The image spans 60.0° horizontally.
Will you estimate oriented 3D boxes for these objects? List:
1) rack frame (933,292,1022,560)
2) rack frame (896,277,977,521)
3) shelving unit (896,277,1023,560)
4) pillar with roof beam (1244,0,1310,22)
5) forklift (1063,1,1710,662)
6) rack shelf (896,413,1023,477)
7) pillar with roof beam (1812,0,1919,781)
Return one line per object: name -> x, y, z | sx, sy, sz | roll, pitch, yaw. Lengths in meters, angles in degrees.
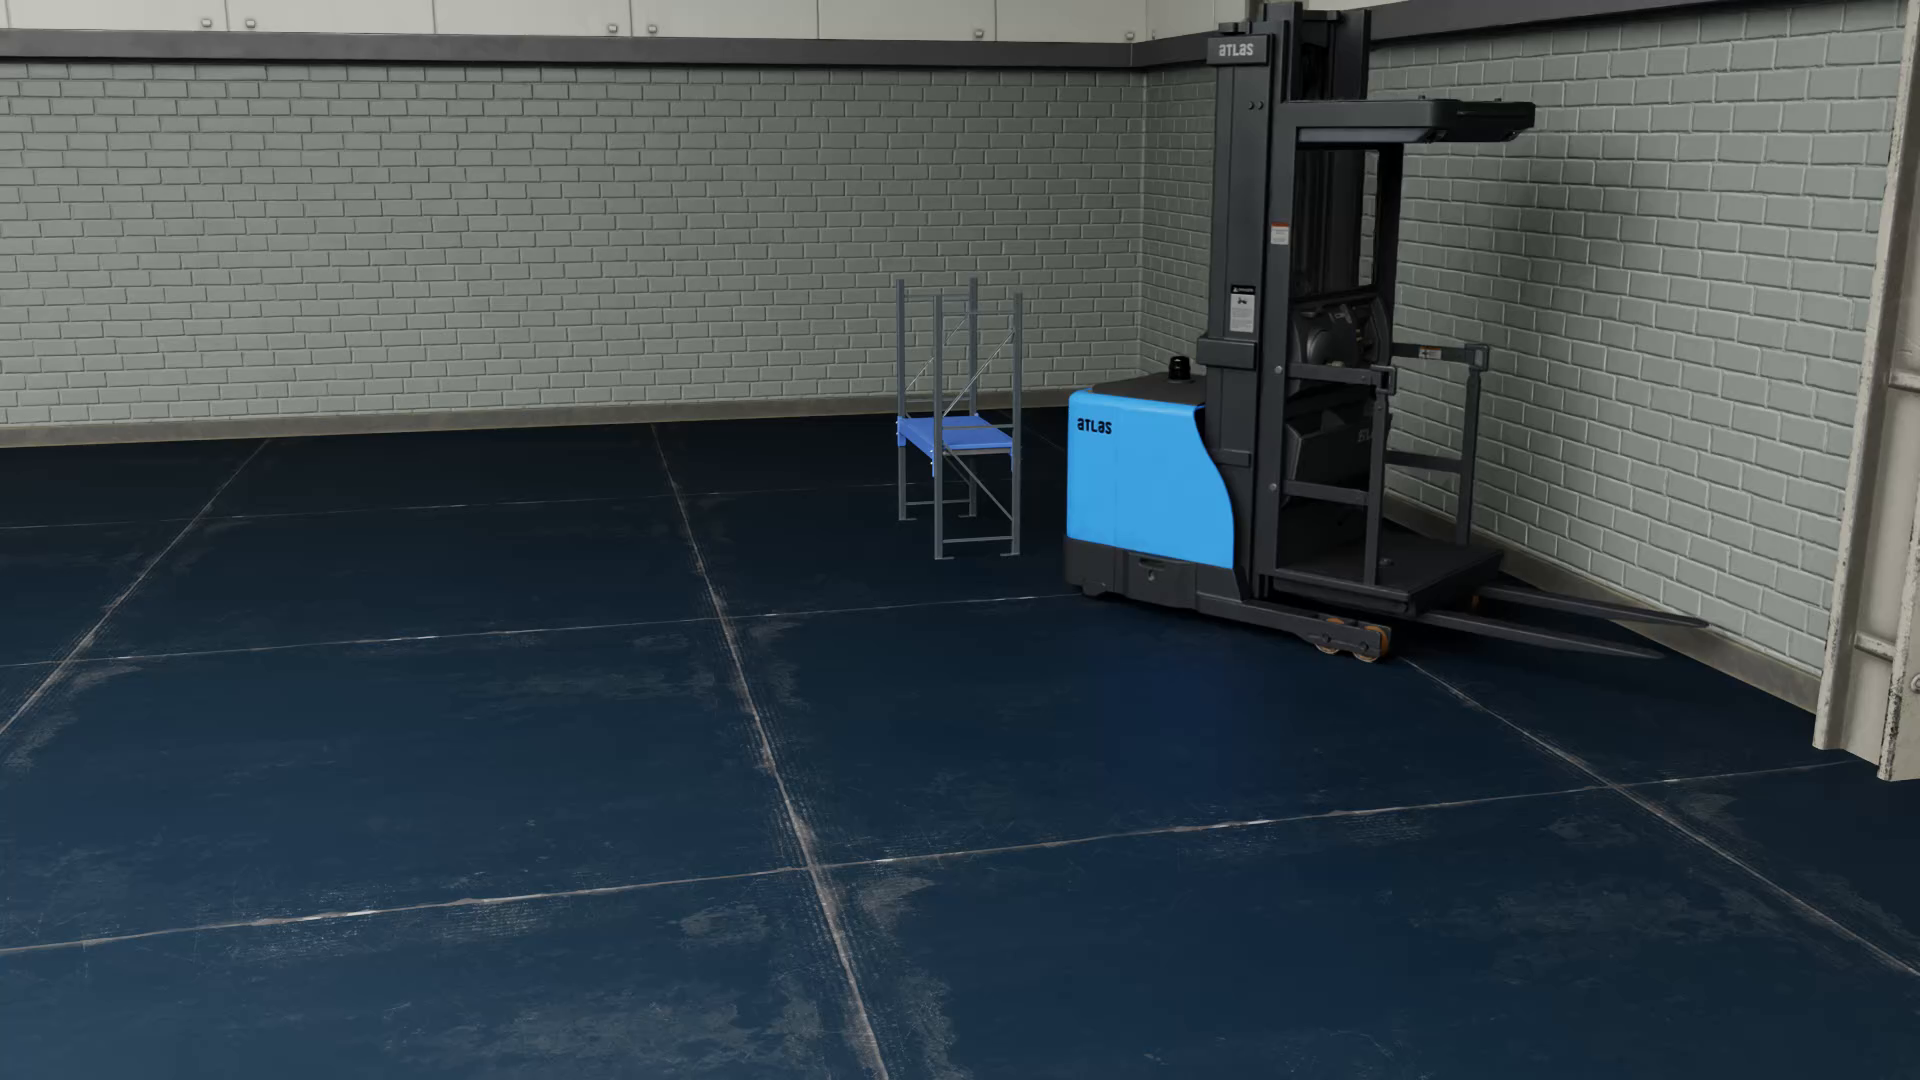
rack frame -> 0.099, -0.631, 9.350 | 0.500, 1.500, 0.032 | -3, 14, -13
rack frame -> -0.139, -0.866, 10.310 | 0.500, 1.500, 0.032 | -3, 14, -13
shelving unit -> -0.020, -0.748, 9.830 | 0.538, 1.500, 1.048 | -3, 14, -13
pillar with roof beam -> -2.019, -4.666, 10.064 | 9.100, 9.000, 0.400 | -3, 14, -13
forklift -> 1.992, -1.004, 7.861 | 3.031, 2.935, 1.130 | 11, 18, 39
rack shelf -> -0.020, -0.574, 9.872 | 0.538, 0.185, 1.000 | -3, 14, -13
pillar with roof beam -> -0.610, -3.282, 4.398 | 9.100, 9.000, 0.400 | -3, 14, -13
